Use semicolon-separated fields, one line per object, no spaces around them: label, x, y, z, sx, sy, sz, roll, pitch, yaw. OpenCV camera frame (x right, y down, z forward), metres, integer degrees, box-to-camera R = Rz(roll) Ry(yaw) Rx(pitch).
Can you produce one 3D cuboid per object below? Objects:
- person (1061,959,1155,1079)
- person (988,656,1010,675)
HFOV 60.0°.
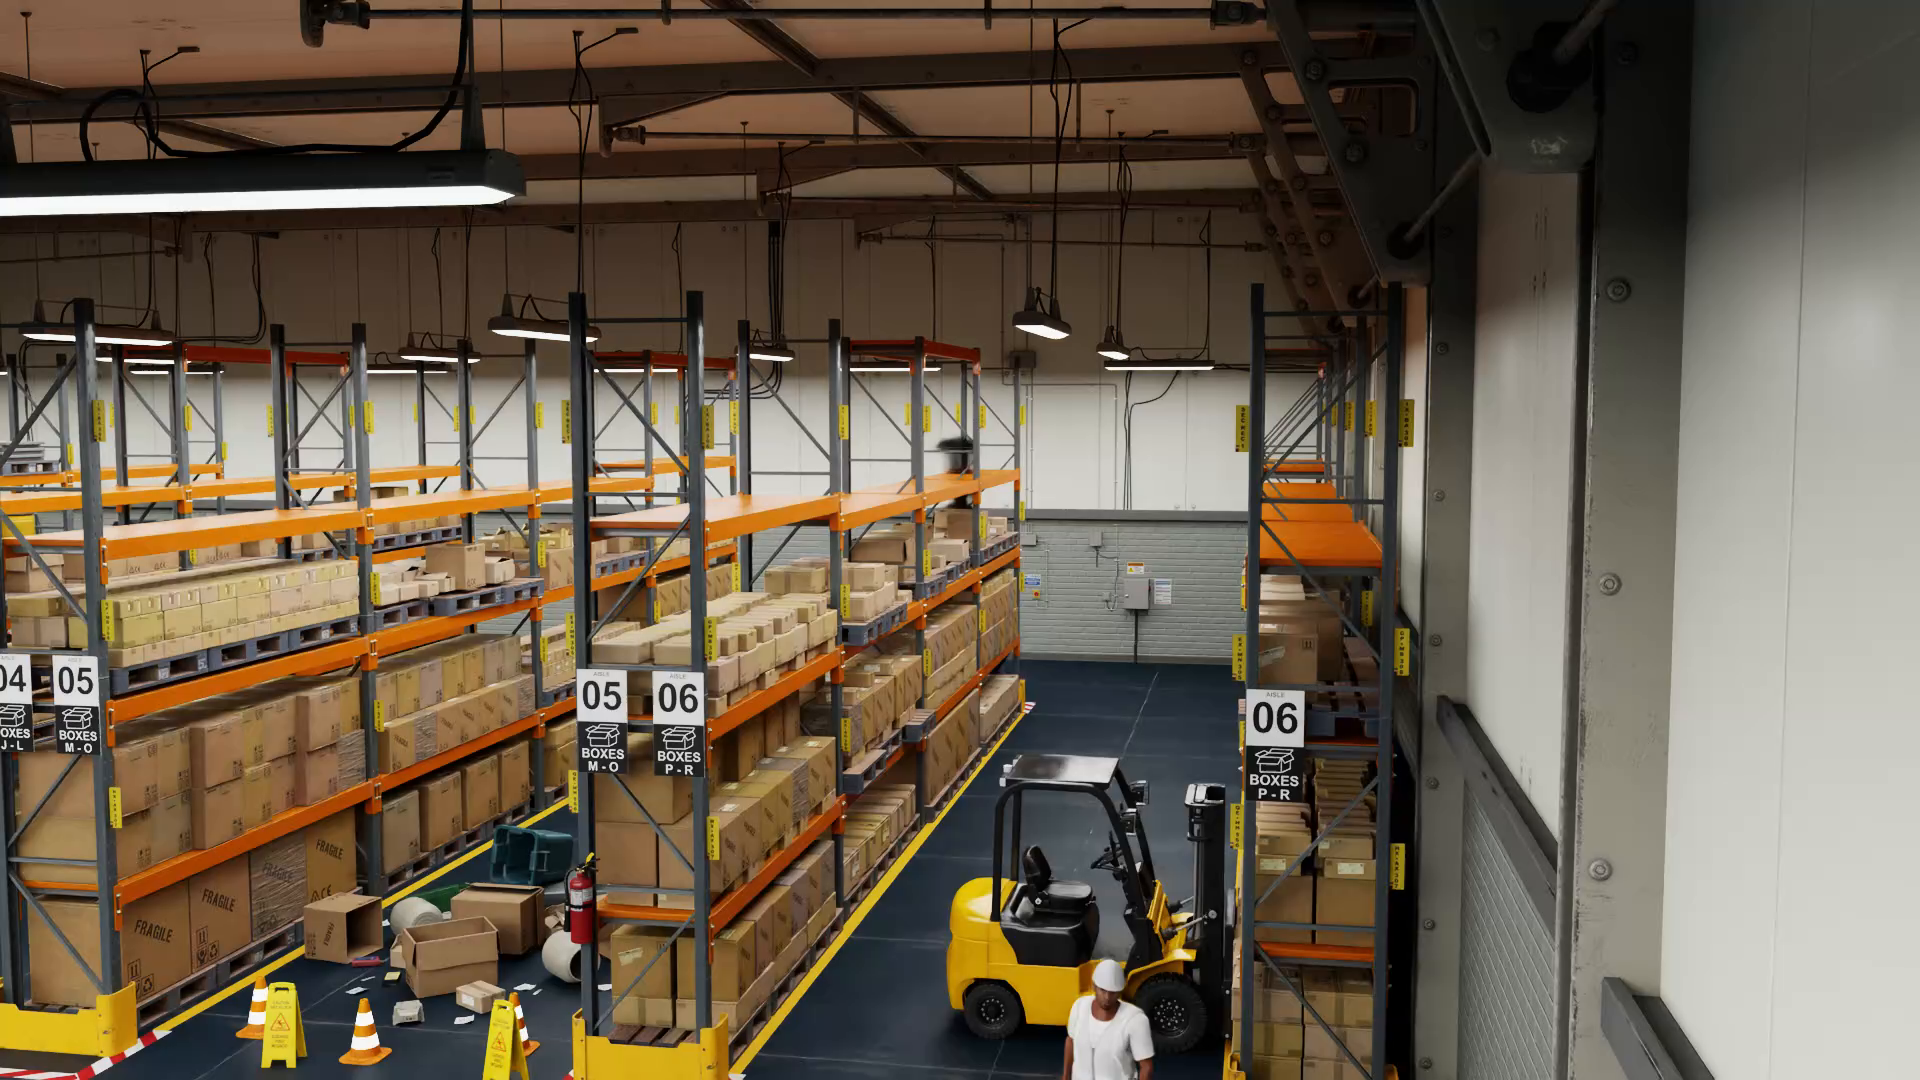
person;0.829;3.467;10.383;0.793;1.726;0.589;2;5;27
person;0.705;2.028;29.449;0.599;1.565;0.619;1;5;12
